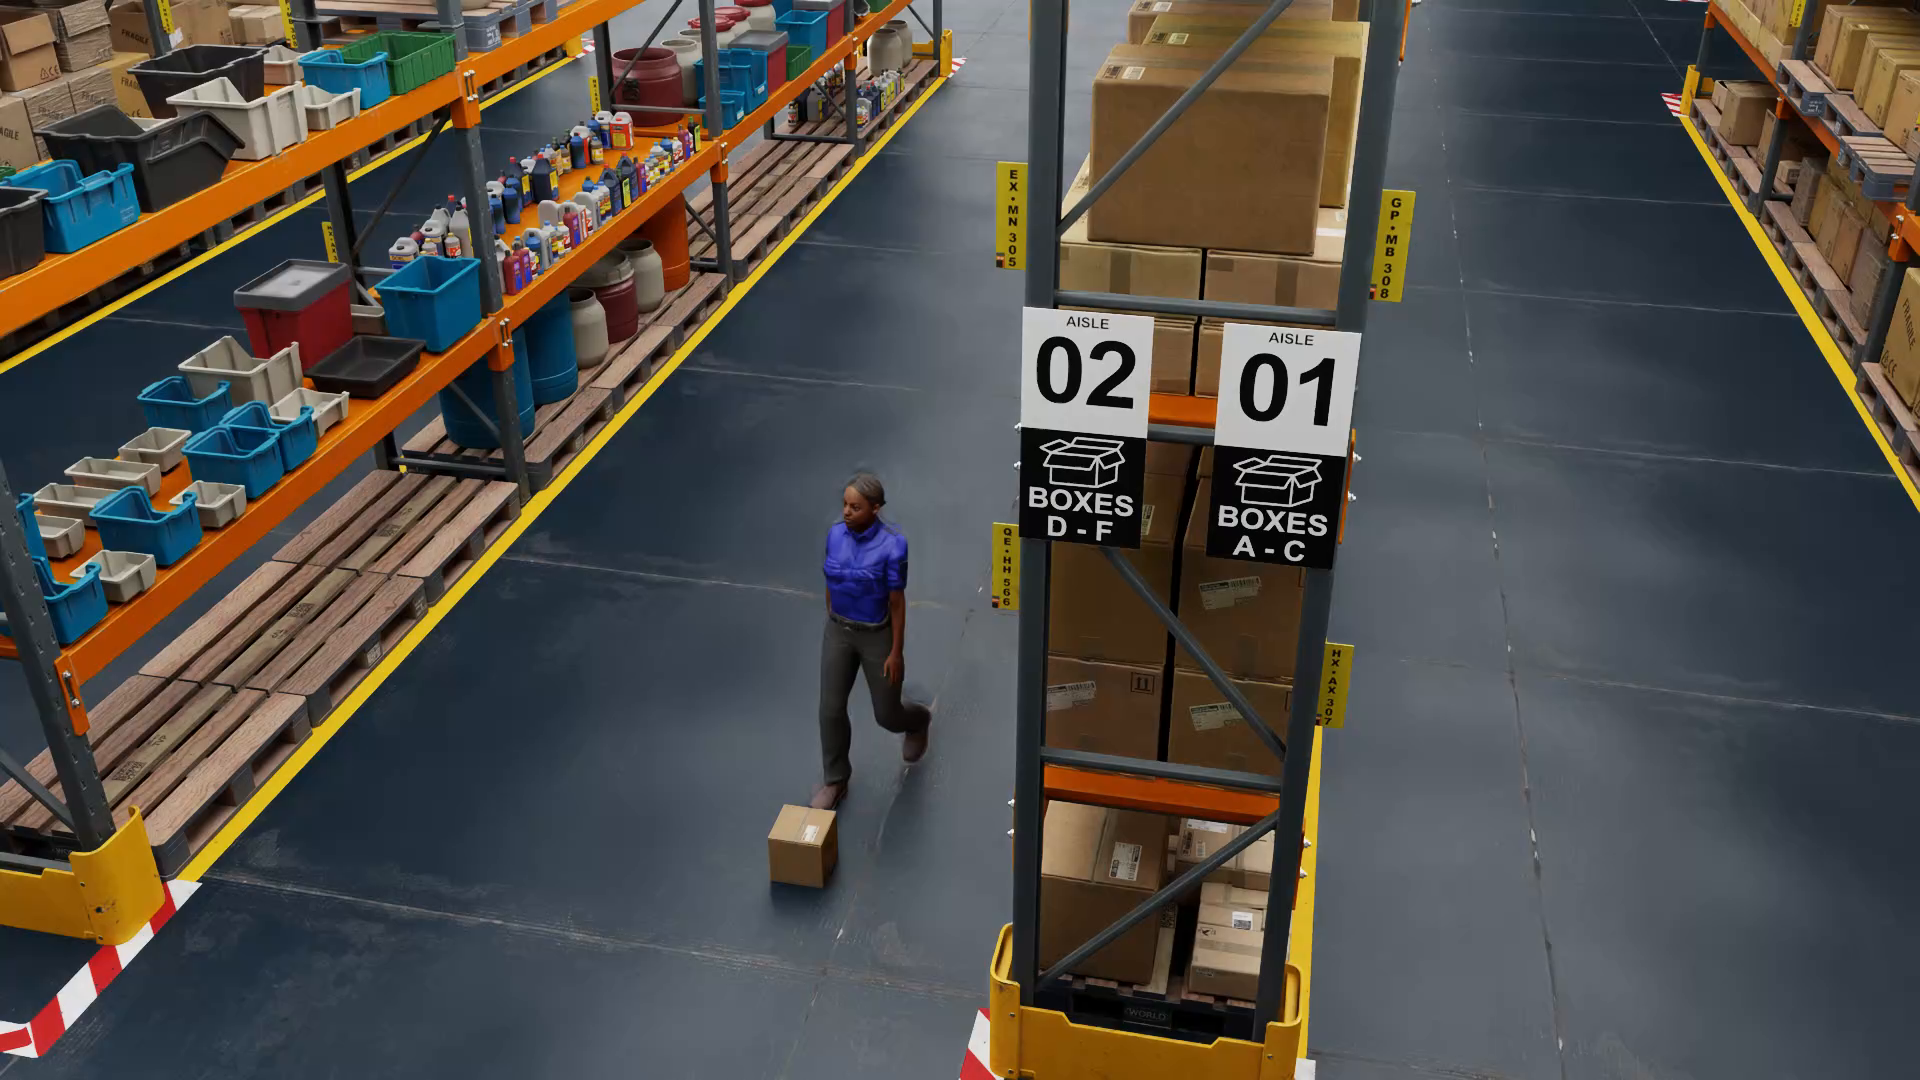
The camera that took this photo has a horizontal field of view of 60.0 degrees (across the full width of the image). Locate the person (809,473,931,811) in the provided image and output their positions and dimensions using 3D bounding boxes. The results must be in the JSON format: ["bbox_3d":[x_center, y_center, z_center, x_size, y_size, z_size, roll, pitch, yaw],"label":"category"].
[{"bbox_3d":[-0.458,0.470,7.741,0.458,1.619,0.736,12,31,21],"label":"person"}]
